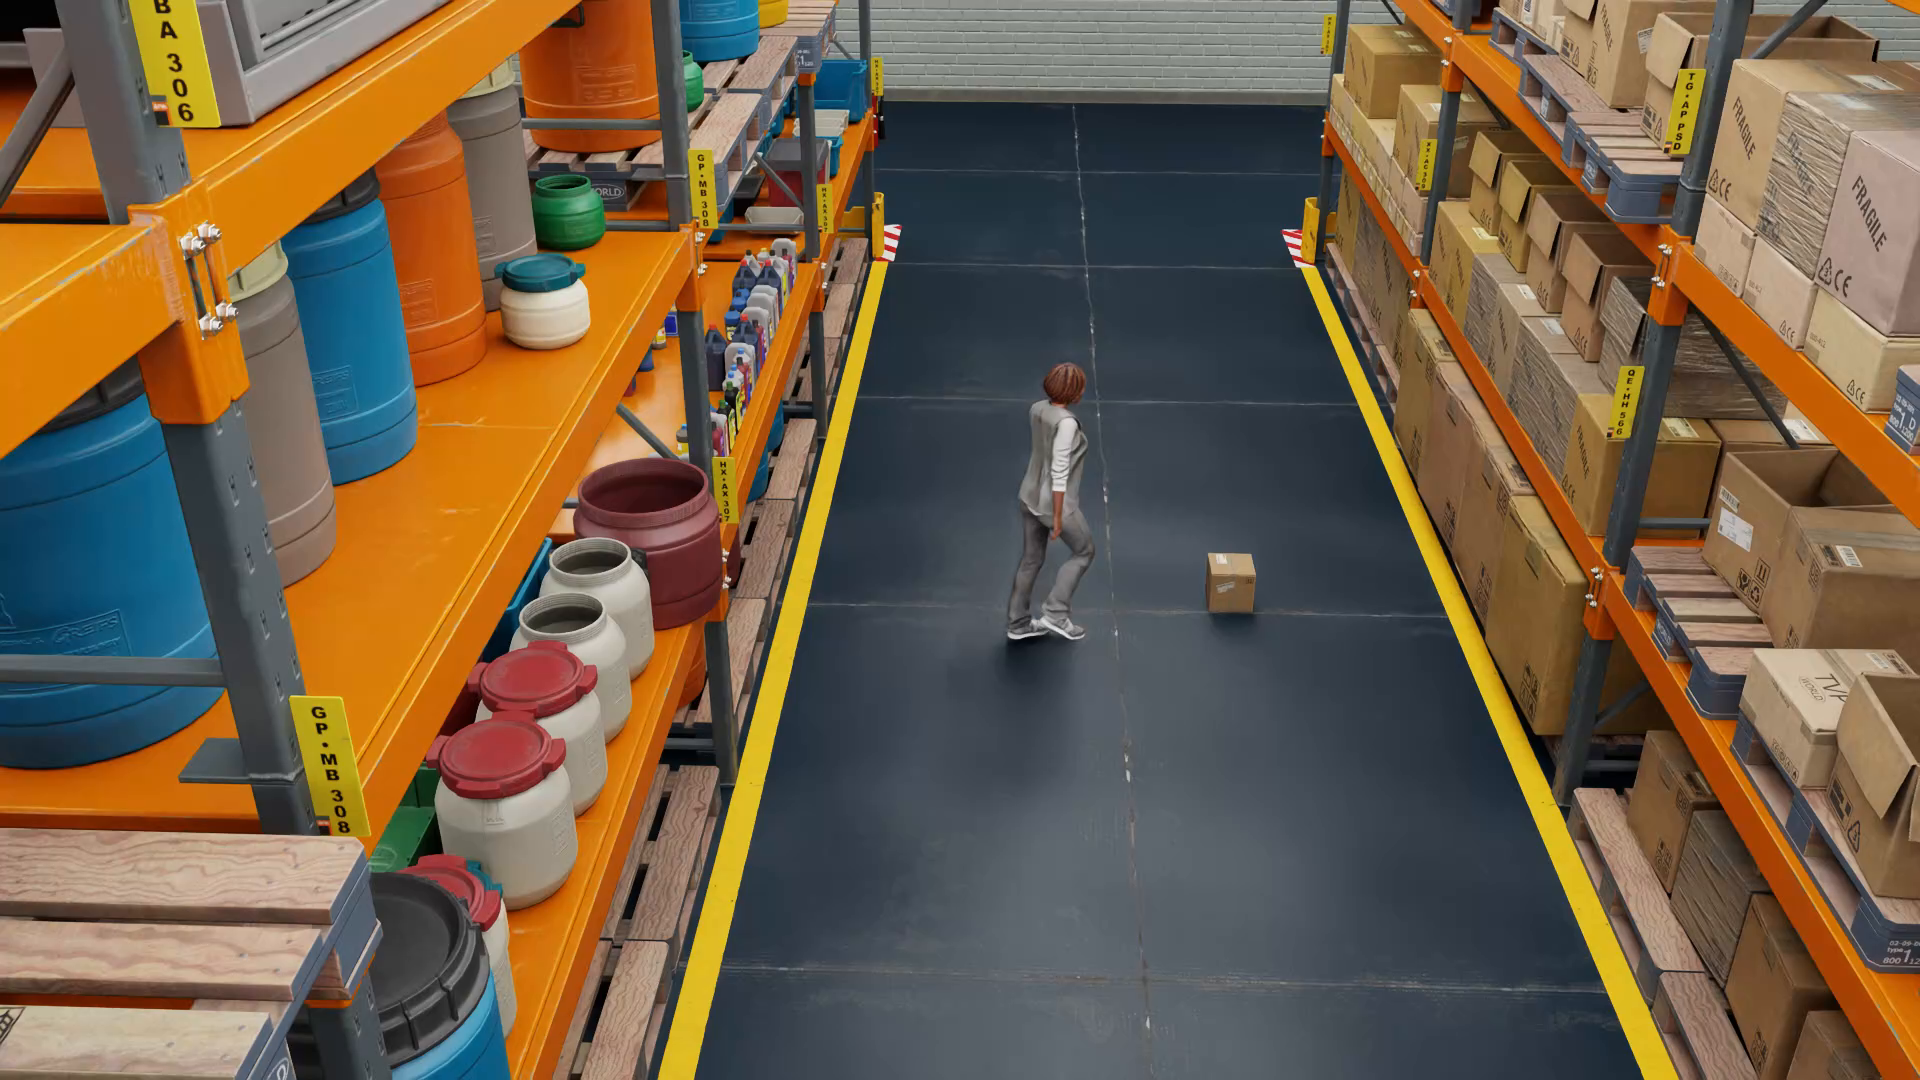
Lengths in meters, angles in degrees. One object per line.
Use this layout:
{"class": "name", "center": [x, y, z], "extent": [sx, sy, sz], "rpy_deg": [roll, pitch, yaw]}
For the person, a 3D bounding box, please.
{"class": "person", "center": [0.465, -0.185, 8.942], "extent": [0.492, 1.581, 0.424], "rpy_deg": [-16, 32, -27]}
